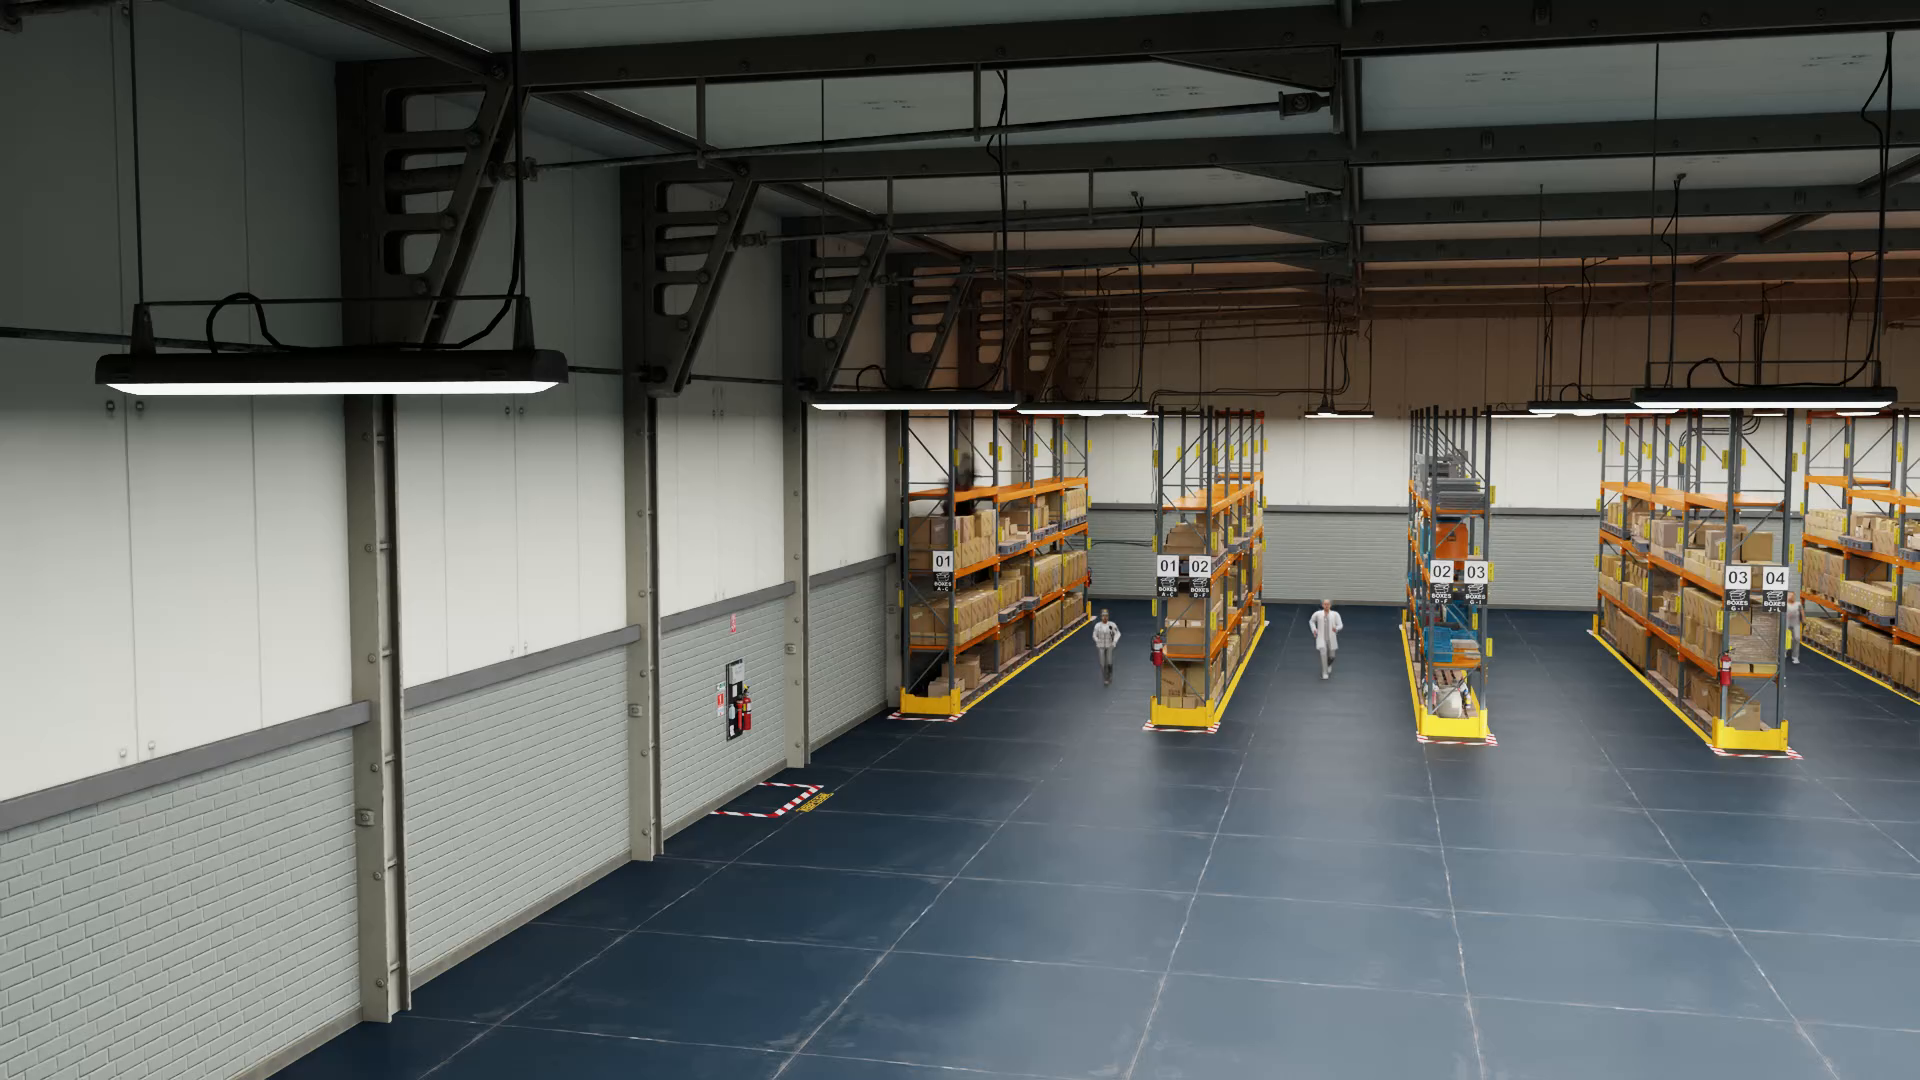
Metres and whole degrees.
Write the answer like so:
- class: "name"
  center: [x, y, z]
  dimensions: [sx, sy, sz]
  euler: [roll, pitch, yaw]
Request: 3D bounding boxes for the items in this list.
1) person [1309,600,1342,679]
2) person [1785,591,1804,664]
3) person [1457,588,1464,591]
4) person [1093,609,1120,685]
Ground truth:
- class: "person"
  center: [8.144, 2.235, 37.020]
  dimensions: [0.720, 1.666, 0.896]
  euler: [1, 4, 7]
- class: "person"
  center: [19.778, 2.052, 39.524]
  dimensions: [0.573, 1.674, 0.956]
  euler: [1, 4, 16]
- class: "person"
  center: [14.374, 1.416, 47.717]
  dimensions: [0.881, 1.738, 0.623]
  euler: [2, 5, 30]
- class: "person"
  center: [3.146, 2.314, 35.873]
  dimensions: [0.589, 1.649, 0.526]
  euler: [1, 4, 10]
